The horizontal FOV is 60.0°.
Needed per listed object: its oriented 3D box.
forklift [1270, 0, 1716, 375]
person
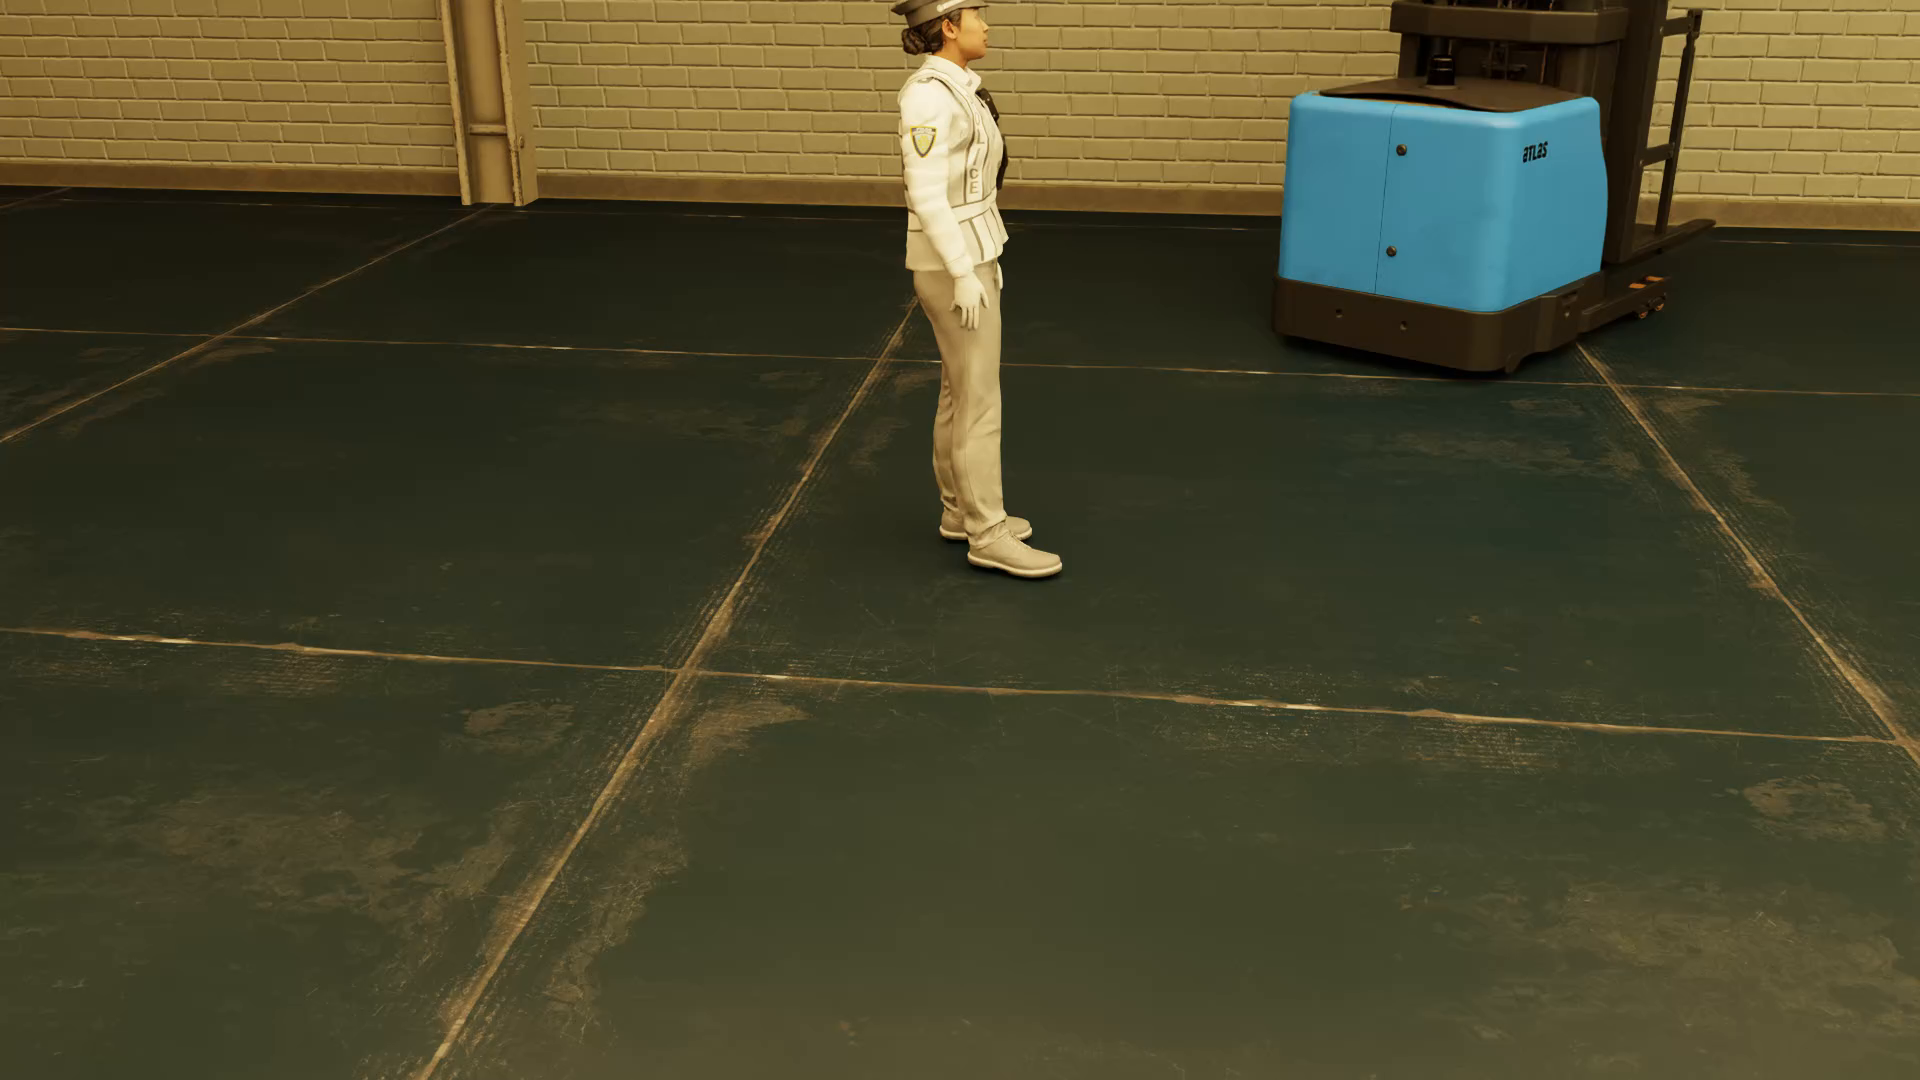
[{"bbox_3d":[2.719,-2.499,7.460,1.130,2.935,3.031,19,28,38],"label":"forklift"},{"bbox_3d":[0.067,-0.787,4.844,0.531,1.695,0.587,3,22,7],"label":"person"}]
